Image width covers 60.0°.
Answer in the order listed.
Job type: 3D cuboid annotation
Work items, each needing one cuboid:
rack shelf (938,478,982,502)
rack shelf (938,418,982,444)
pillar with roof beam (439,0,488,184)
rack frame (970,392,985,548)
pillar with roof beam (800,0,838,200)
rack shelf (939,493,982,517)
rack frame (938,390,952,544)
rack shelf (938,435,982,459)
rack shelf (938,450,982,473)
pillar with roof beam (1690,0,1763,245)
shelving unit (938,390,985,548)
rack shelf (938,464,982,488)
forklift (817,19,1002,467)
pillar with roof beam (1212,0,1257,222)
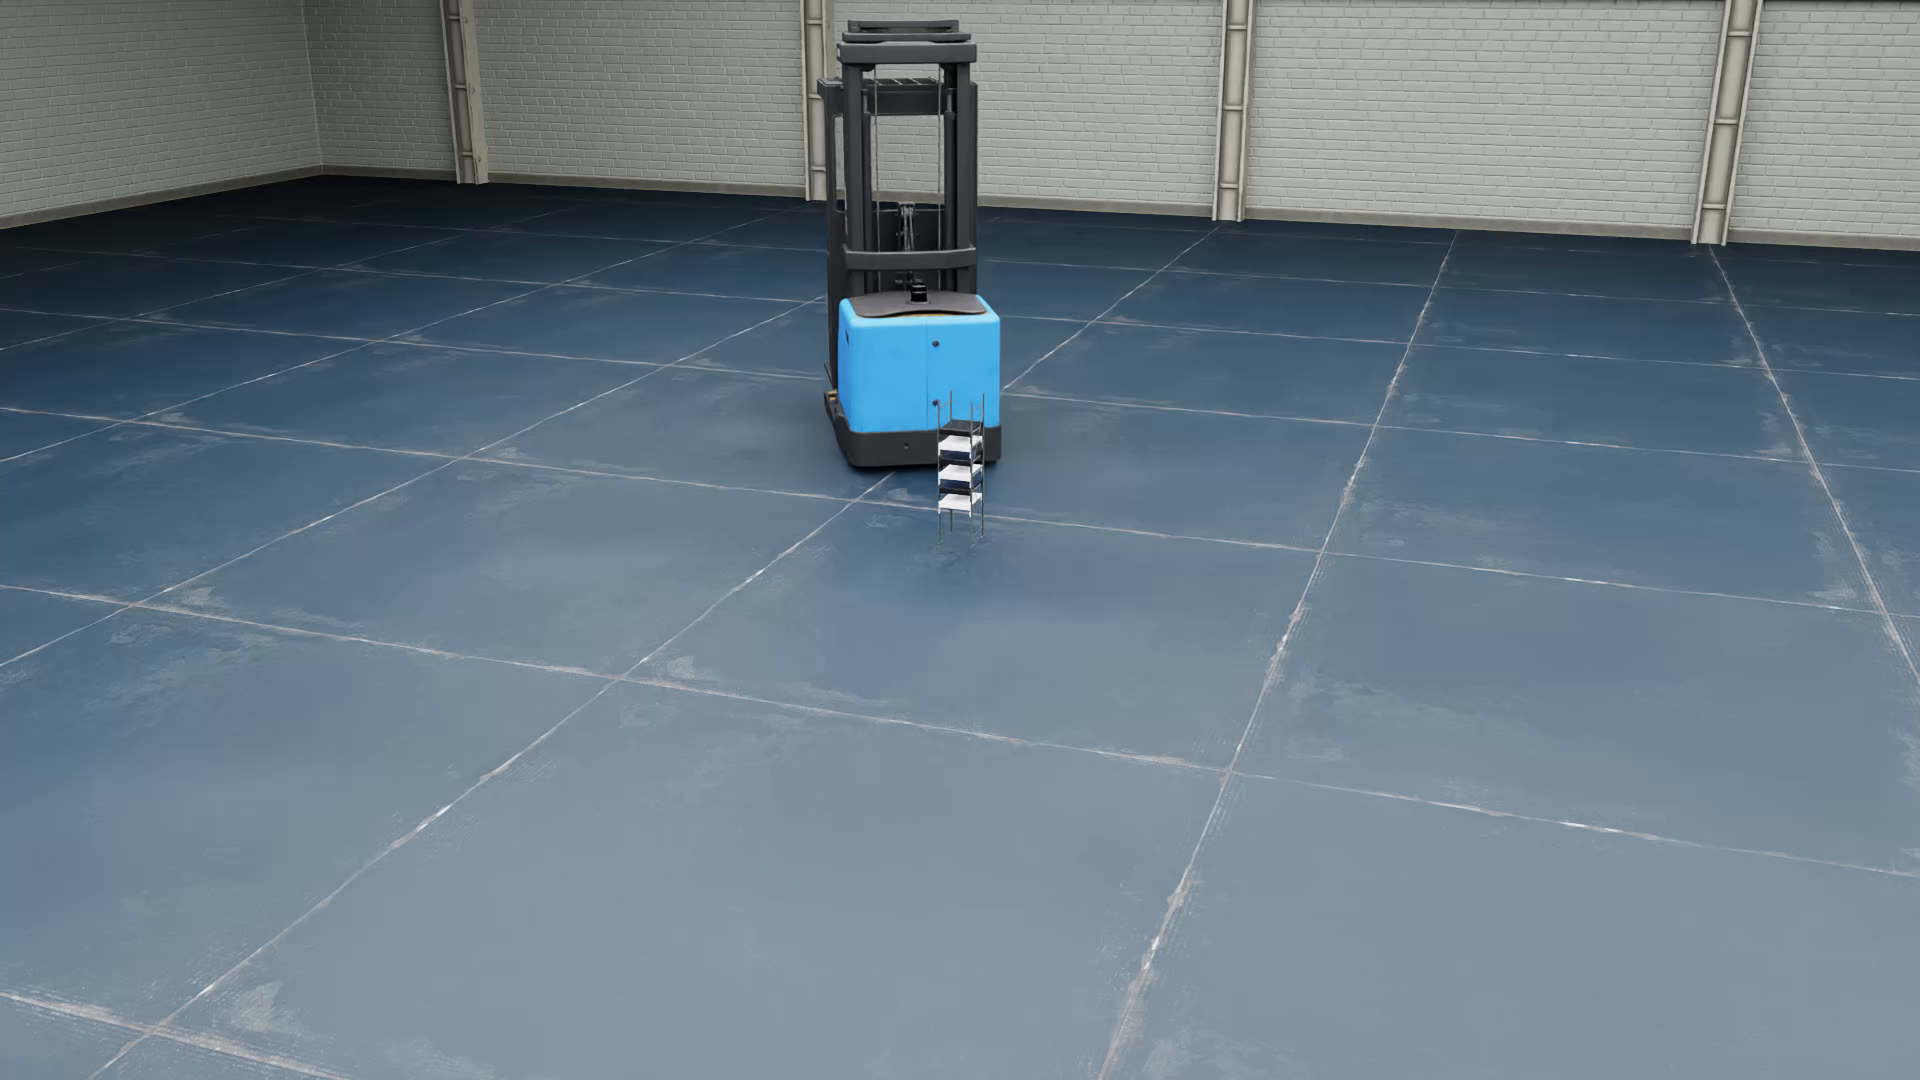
[{"bbox_3d":[0.008,-0.308,9.966,0.200,0.077,0.258,7,20,18],"label":"rack shelf"},{"bbox_3d":[0.008,-0.648,9.848,0.200,0.077,0.258,7,20,18],"label":"rack shelf"},{"bbox_3d":[-9.106,-8.560,20.960,0.400,9.000,9.100,7,20,18],"label":"pillar with roof beam"},{"bbox_3d":[0.104,-0.413,9.894,0.006,0.900,0.240,7,20,18],"label":"rack frame"},{"bbox_3d":[-3.438,-7.911,19.101,0.400,9.000,9.100,7,20,18],"label":"pillar with roof beam"},{"bbox_3d":[0.008,-0.223,9.996,0.200,0.077,0.258,7,20,18],"label":"rack shelf"},{"bbox_3d":[-0.088,-0.435,9.957,0.006,0.900,0.240,7,20,18],"label":"rack frame"},{"bbox_3d":[0.008,-0.563,9.877,0.200,0.077,0.258,7,20,18],"label":"rack shelf"},{"bbox_3d":[0.008,-0.478,9.907,0.200,0.077,0.258,7,20,18],"label":"rack shelf"},{"bbox_3d":[7.898,-6.615,15.383,0.400,9.000,9.100,7,20,18],"label":"pillar with roof beam"},{"bbox_3d":[0.008,-0.424,9.926,0.210,0.900,0.258,7,20,18],"label":"shelving unit"},{"bbox_3d":[0.008,-0.393,9.937,0.200,0.077,0.258,7,20,18],"label":"rack shelf"},{"bbox_3d":[-0.456,-2.326,12.295,1.130,2.935,3.031,-3,19,-9],"label":"forklift"},{"bbox_3d":[2.230,-7.263,17.242,0.400,9.000,9.100,7,20,18],"label":"pillar with roof beam"}]
